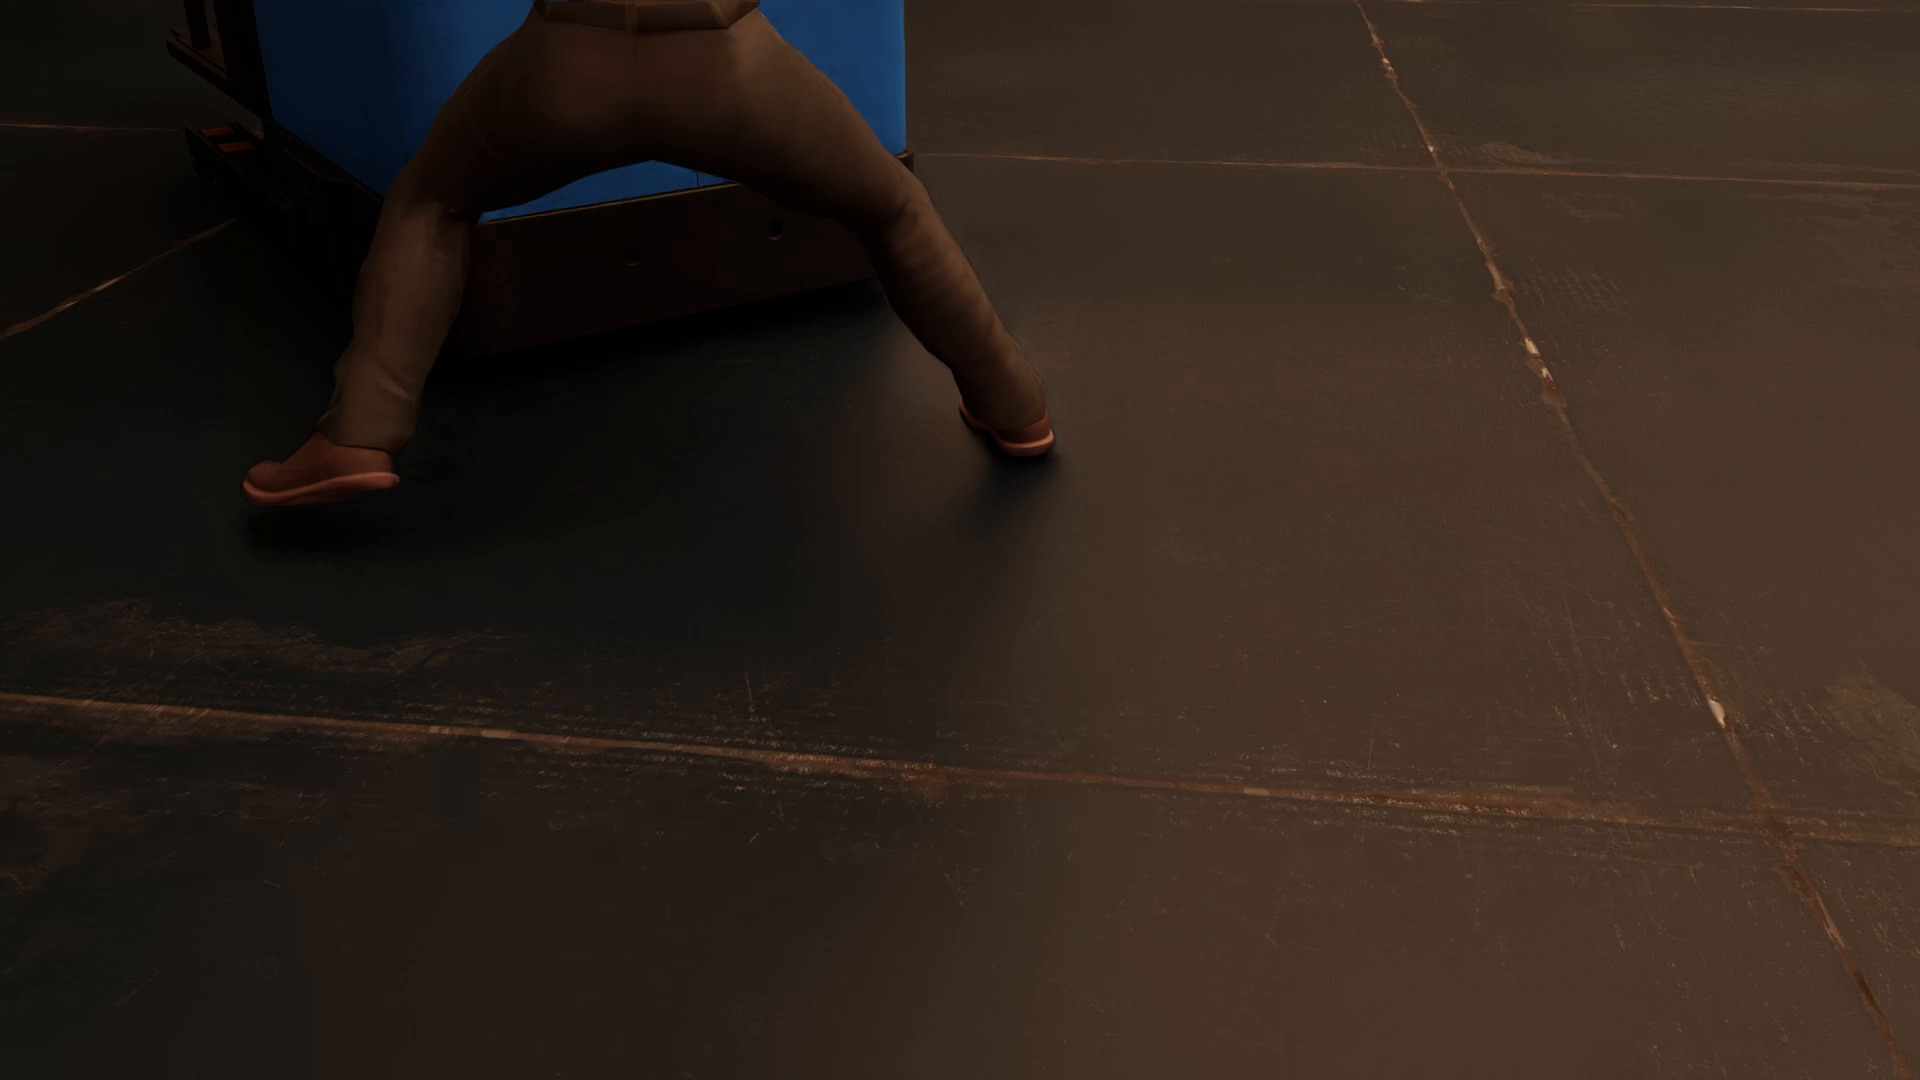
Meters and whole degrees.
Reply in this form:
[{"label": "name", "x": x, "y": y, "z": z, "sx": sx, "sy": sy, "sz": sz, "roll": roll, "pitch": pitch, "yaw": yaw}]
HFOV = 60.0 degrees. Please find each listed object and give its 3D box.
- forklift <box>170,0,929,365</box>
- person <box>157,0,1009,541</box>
[{"label": "forklift", "x": -1.311, "y": -2.230, "z": 3.688, "sx": 1.130, "sy": 2.935, "sz": 3.031, "roll": -17, "pitch": 31, "yaw": -30}, {"label": "person", "x": -0.550, "y": -0.740, "z": 2.358, "sx": 1.198, "sy": 1.460, "sz": 0.891, "roll": 6, "pitch": 27, "yaw": 11}]
